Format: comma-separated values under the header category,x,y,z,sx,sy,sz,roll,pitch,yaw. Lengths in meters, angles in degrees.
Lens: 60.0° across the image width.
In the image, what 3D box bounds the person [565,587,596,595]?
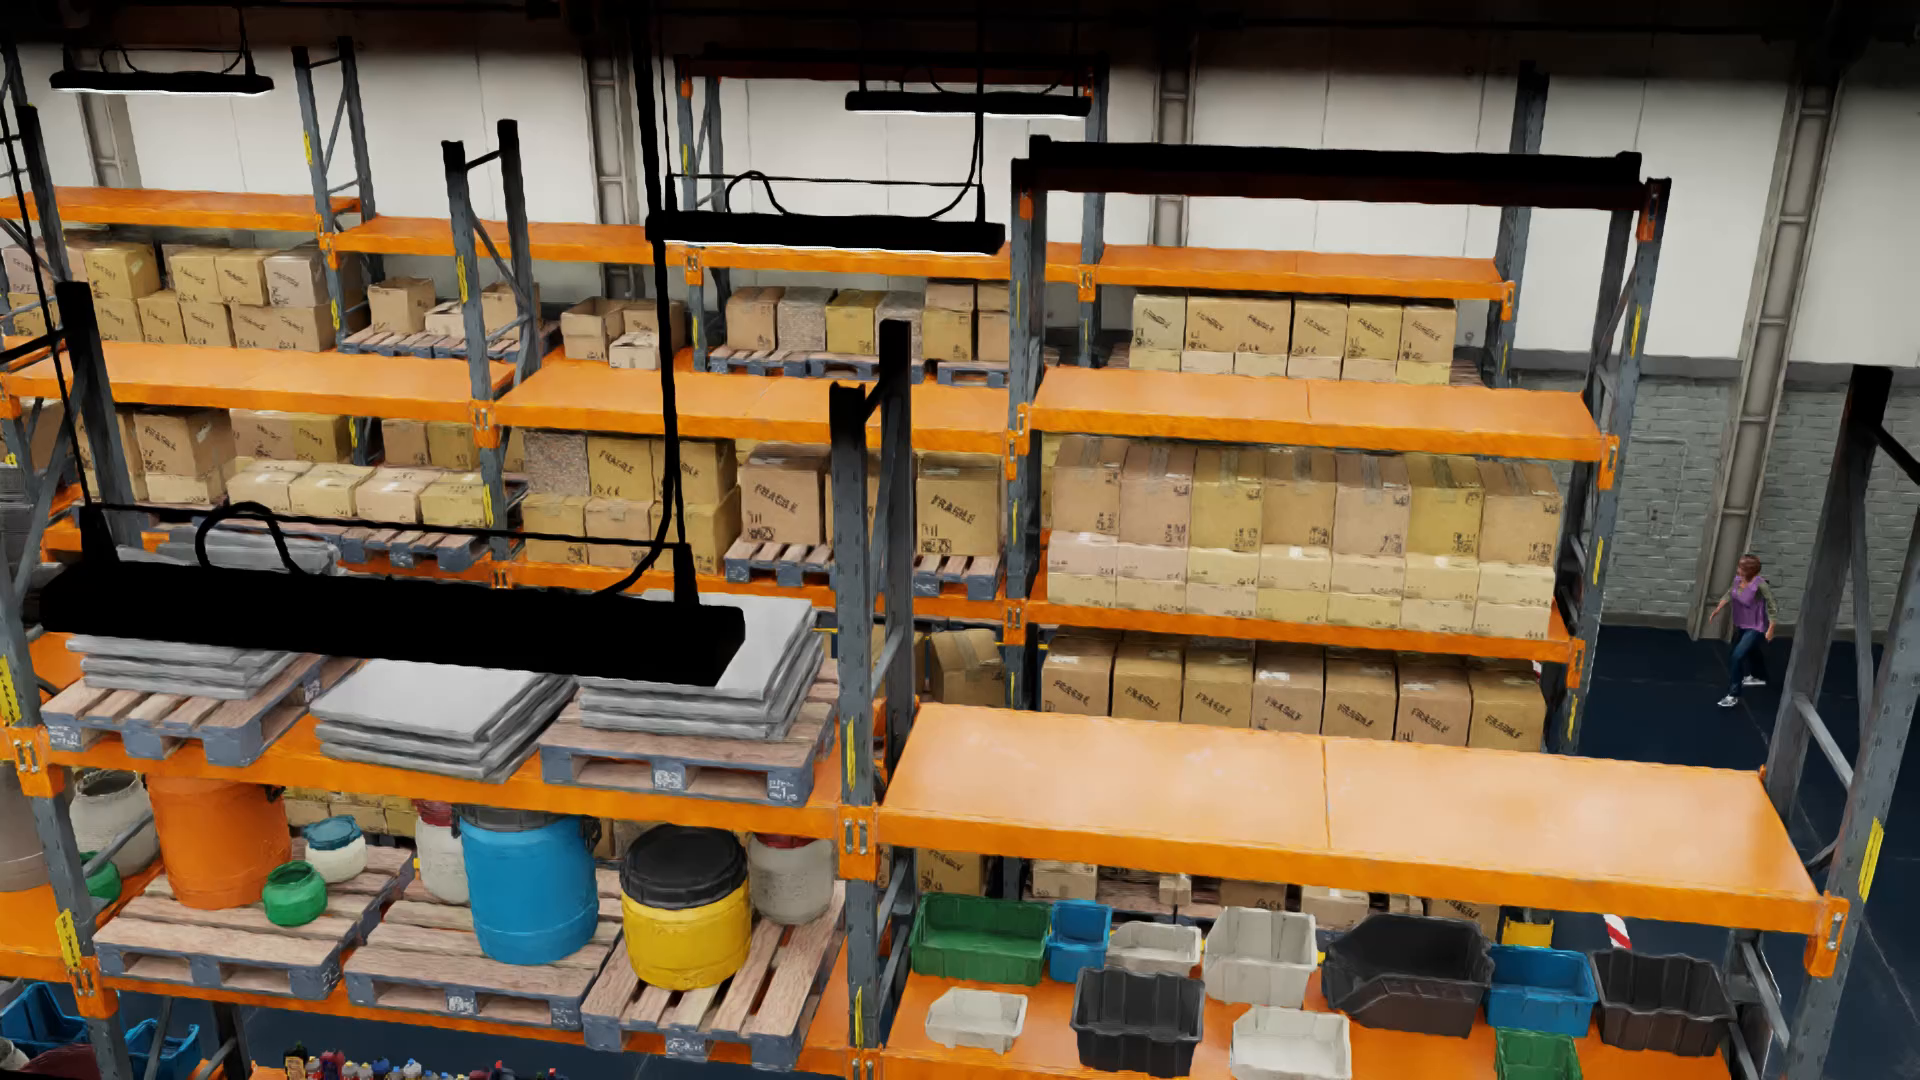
category,x,y,z,sx,sy,sz,roll,pitch,yaw
person,-4.012,0.441,17.178,0.492,1.671,0.435,-6,24,-14

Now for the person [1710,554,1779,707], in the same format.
category,x,y,z,sx,sy,sz,roll,pitch,yaw
person,7.798,0.881,16.408,0.774,1.442,0.569,-3,23,-8
